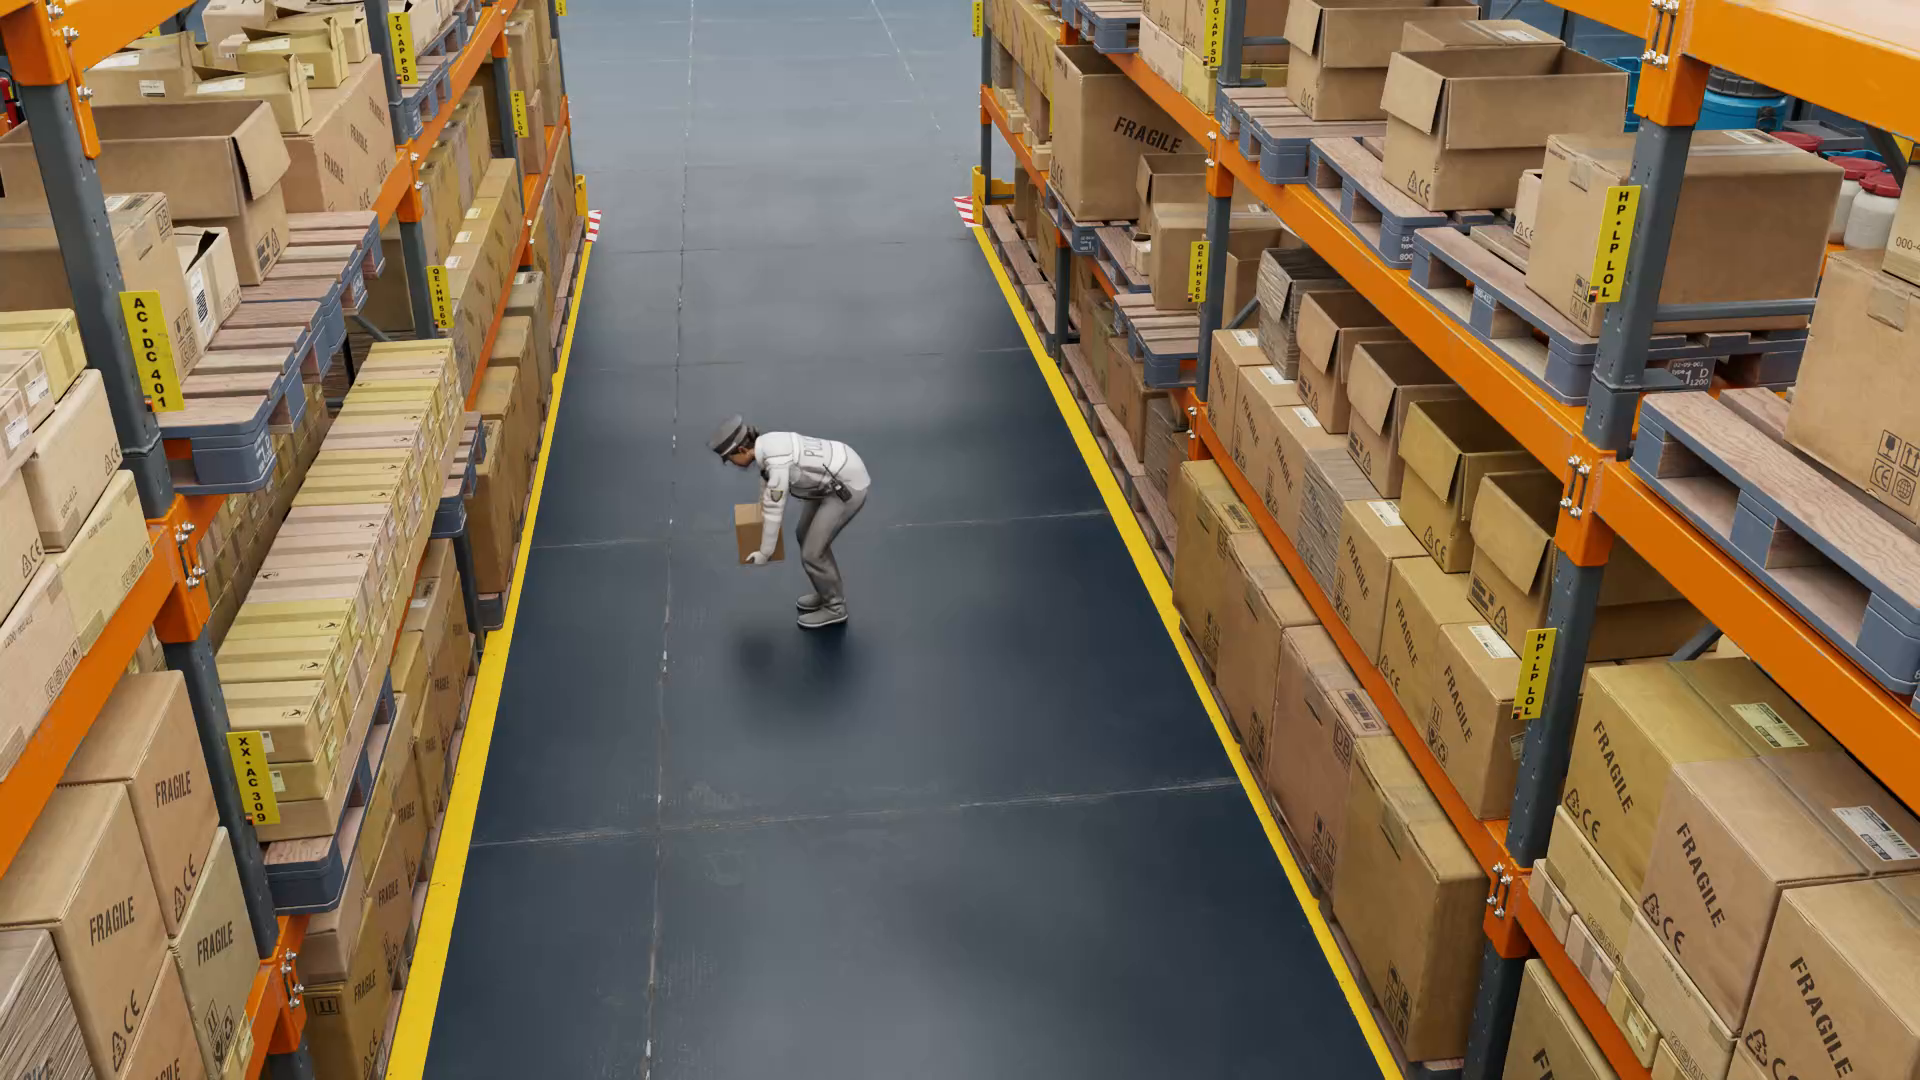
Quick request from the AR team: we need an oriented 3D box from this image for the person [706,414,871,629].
[{"bbox_3d":[-0.939,-0.118,9.281,0.887,1.270,0.420,-5,28,-9],"label":"person"}]
